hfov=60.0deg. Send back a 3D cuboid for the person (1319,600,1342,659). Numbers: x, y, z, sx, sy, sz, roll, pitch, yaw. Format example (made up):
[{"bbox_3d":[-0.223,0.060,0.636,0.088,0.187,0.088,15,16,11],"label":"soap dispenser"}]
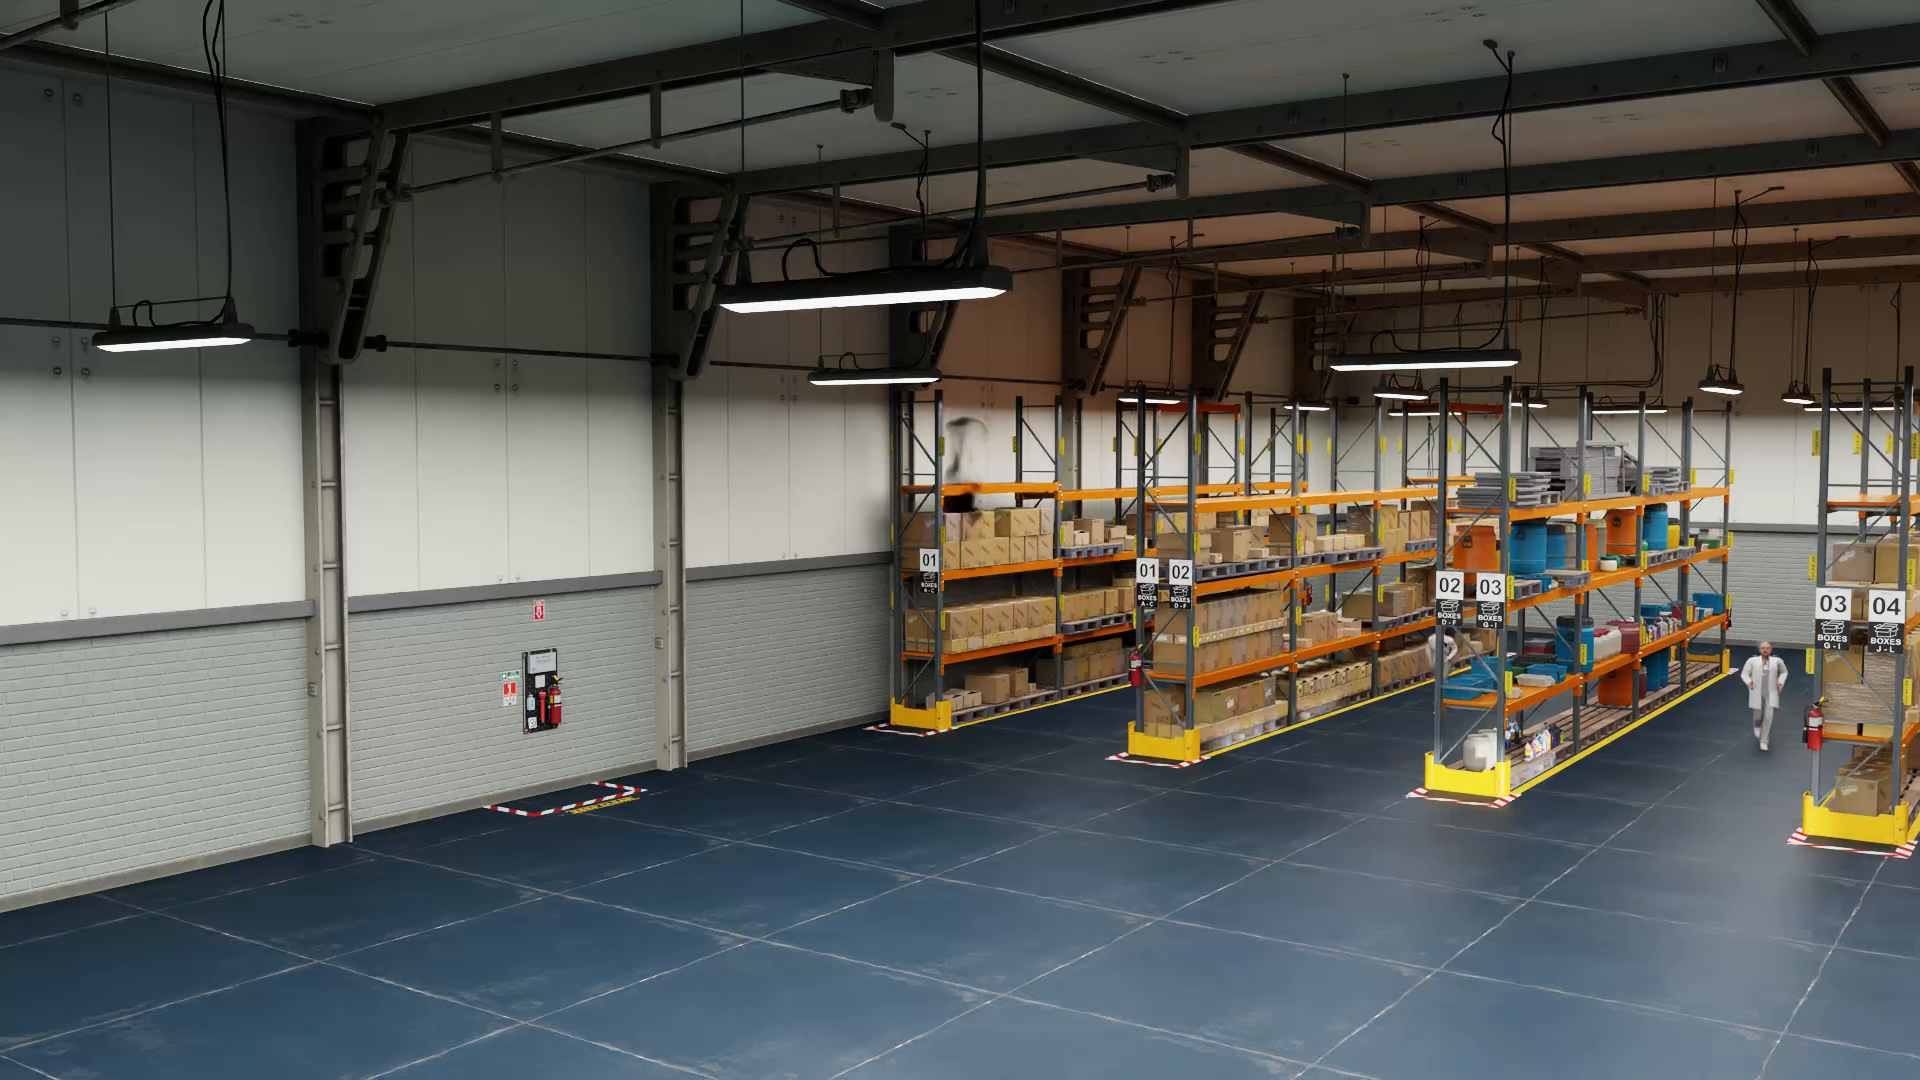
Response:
[{"bbox_3d":[8.060,2.100,36.243,0.714,1.733,0.791,2,4,31],"label":"person"}]

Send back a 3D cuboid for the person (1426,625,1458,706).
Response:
[{"bbox_3d":[9.356,2.407,32.264,0.614,1.627,0.795,1,4,25],"label":"person"}]

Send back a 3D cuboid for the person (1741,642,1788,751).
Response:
[{"bbox_3d":[13.390,2.572,27.680,0.712,1.764,0.918,1,3,23],"label":"person"}]
